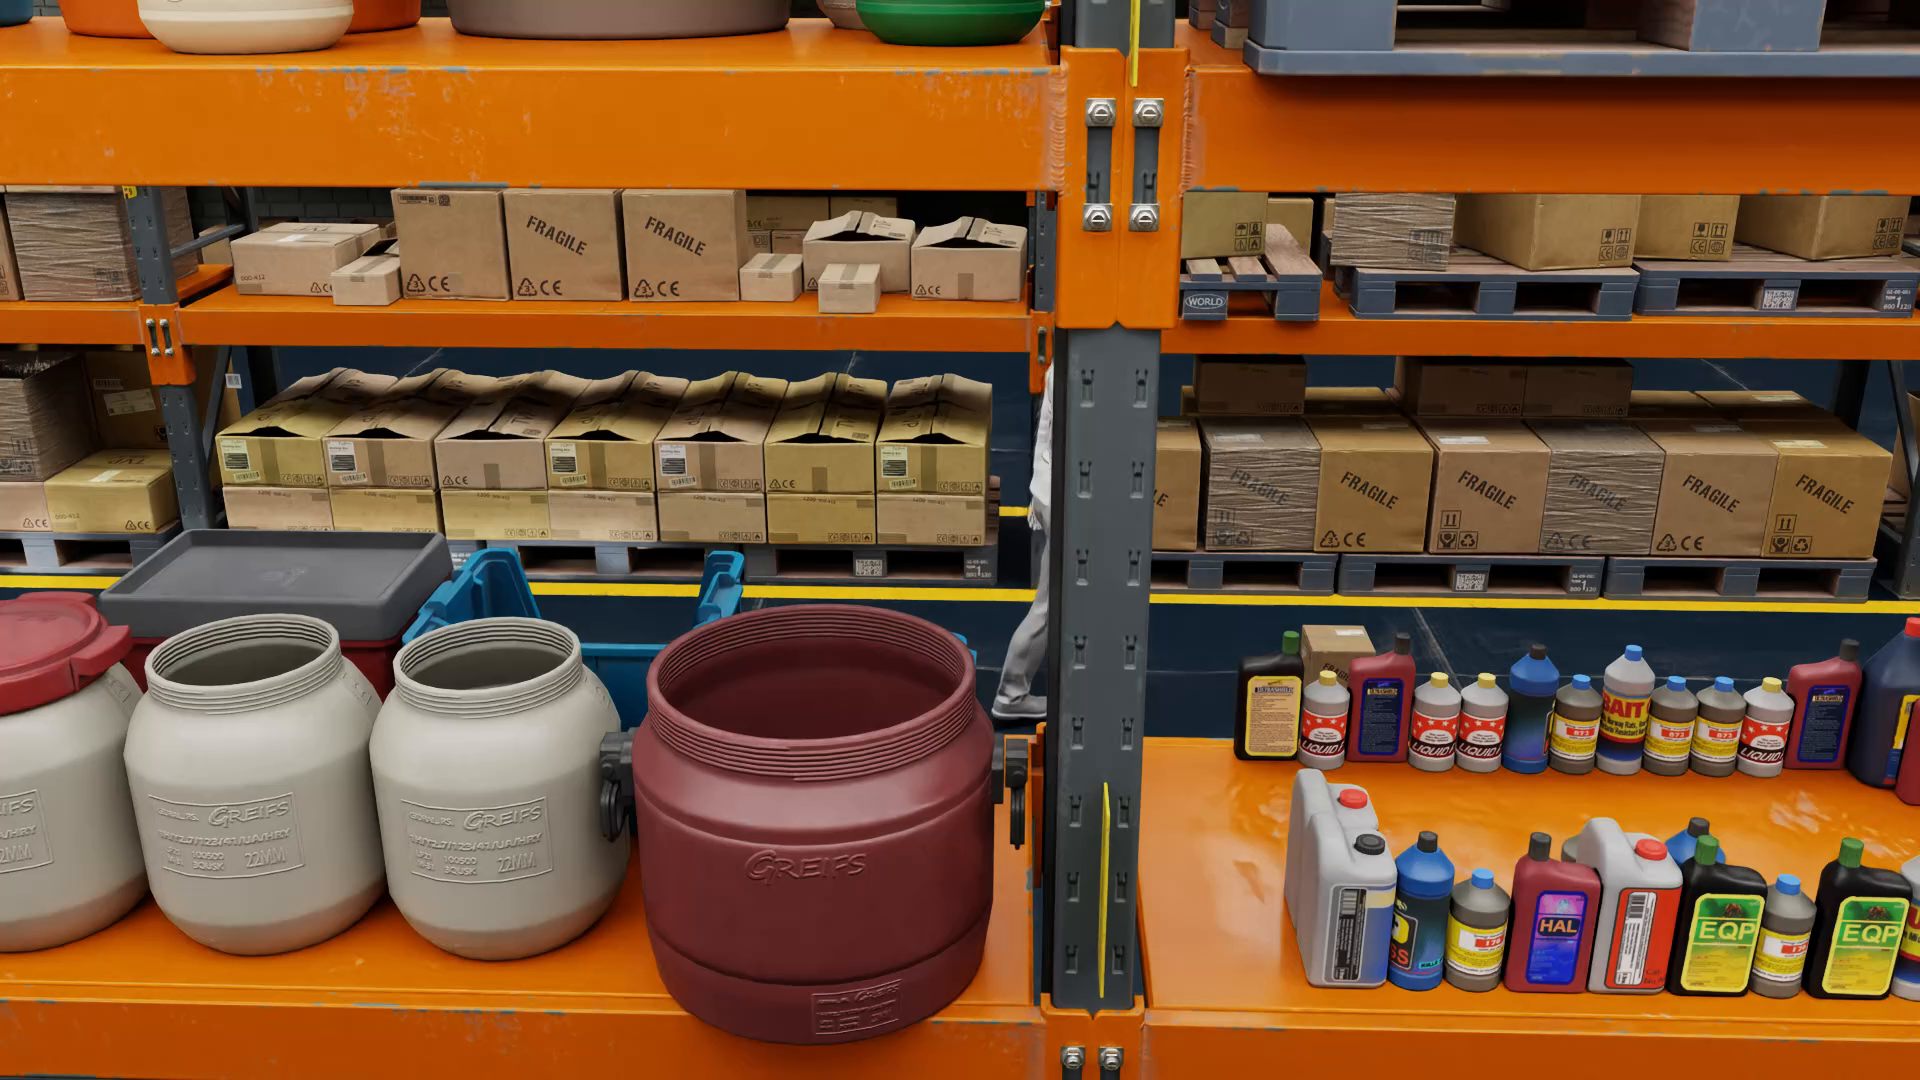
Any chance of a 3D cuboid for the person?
[{"bbox_3d":[0.459,-0.109,6.360,0.741,1.651,0.561,-6,22,-16],"label":"person"}]
